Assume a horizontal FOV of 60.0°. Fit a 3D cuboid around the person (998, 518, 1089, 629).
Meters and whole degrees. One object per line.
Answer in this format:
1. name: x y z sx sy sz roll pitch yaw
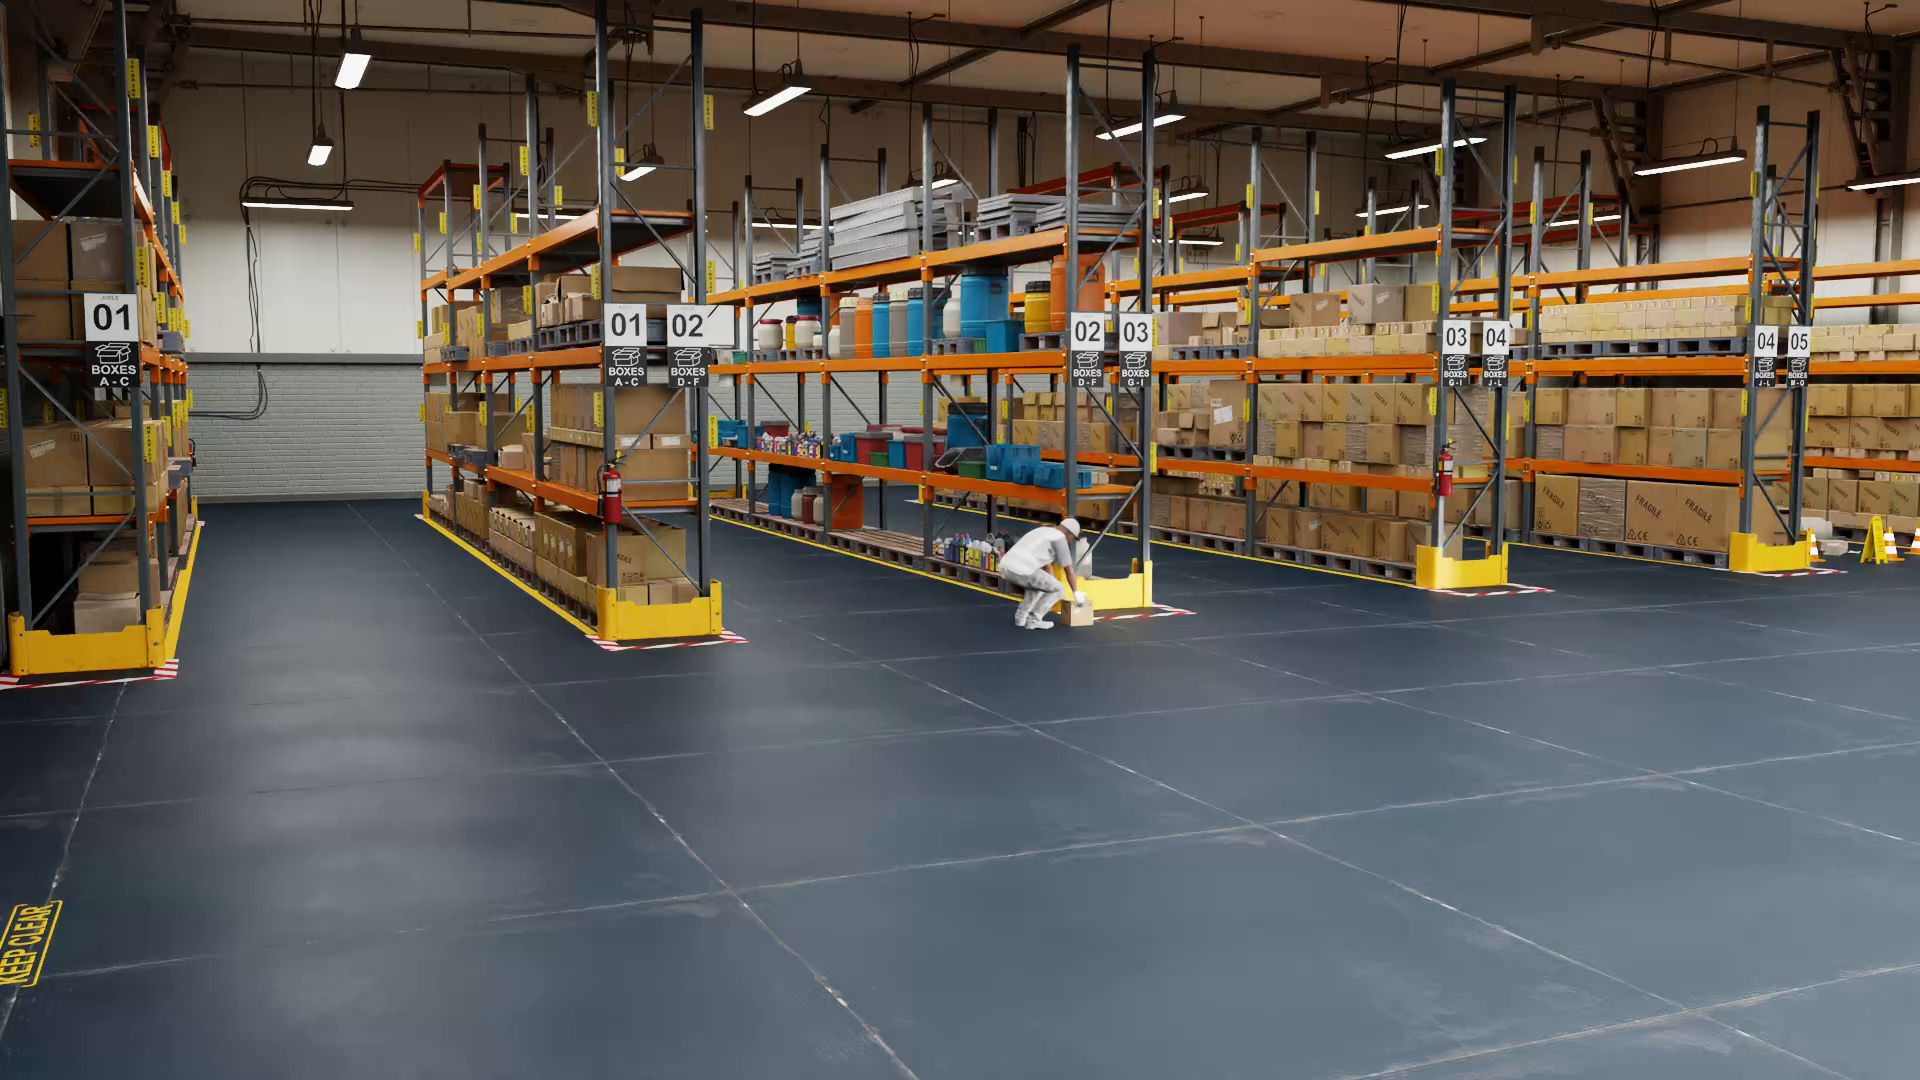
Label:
1. person: 0.813 0.331 16.812 0.881 1.087 0.587 -2 6 -22
